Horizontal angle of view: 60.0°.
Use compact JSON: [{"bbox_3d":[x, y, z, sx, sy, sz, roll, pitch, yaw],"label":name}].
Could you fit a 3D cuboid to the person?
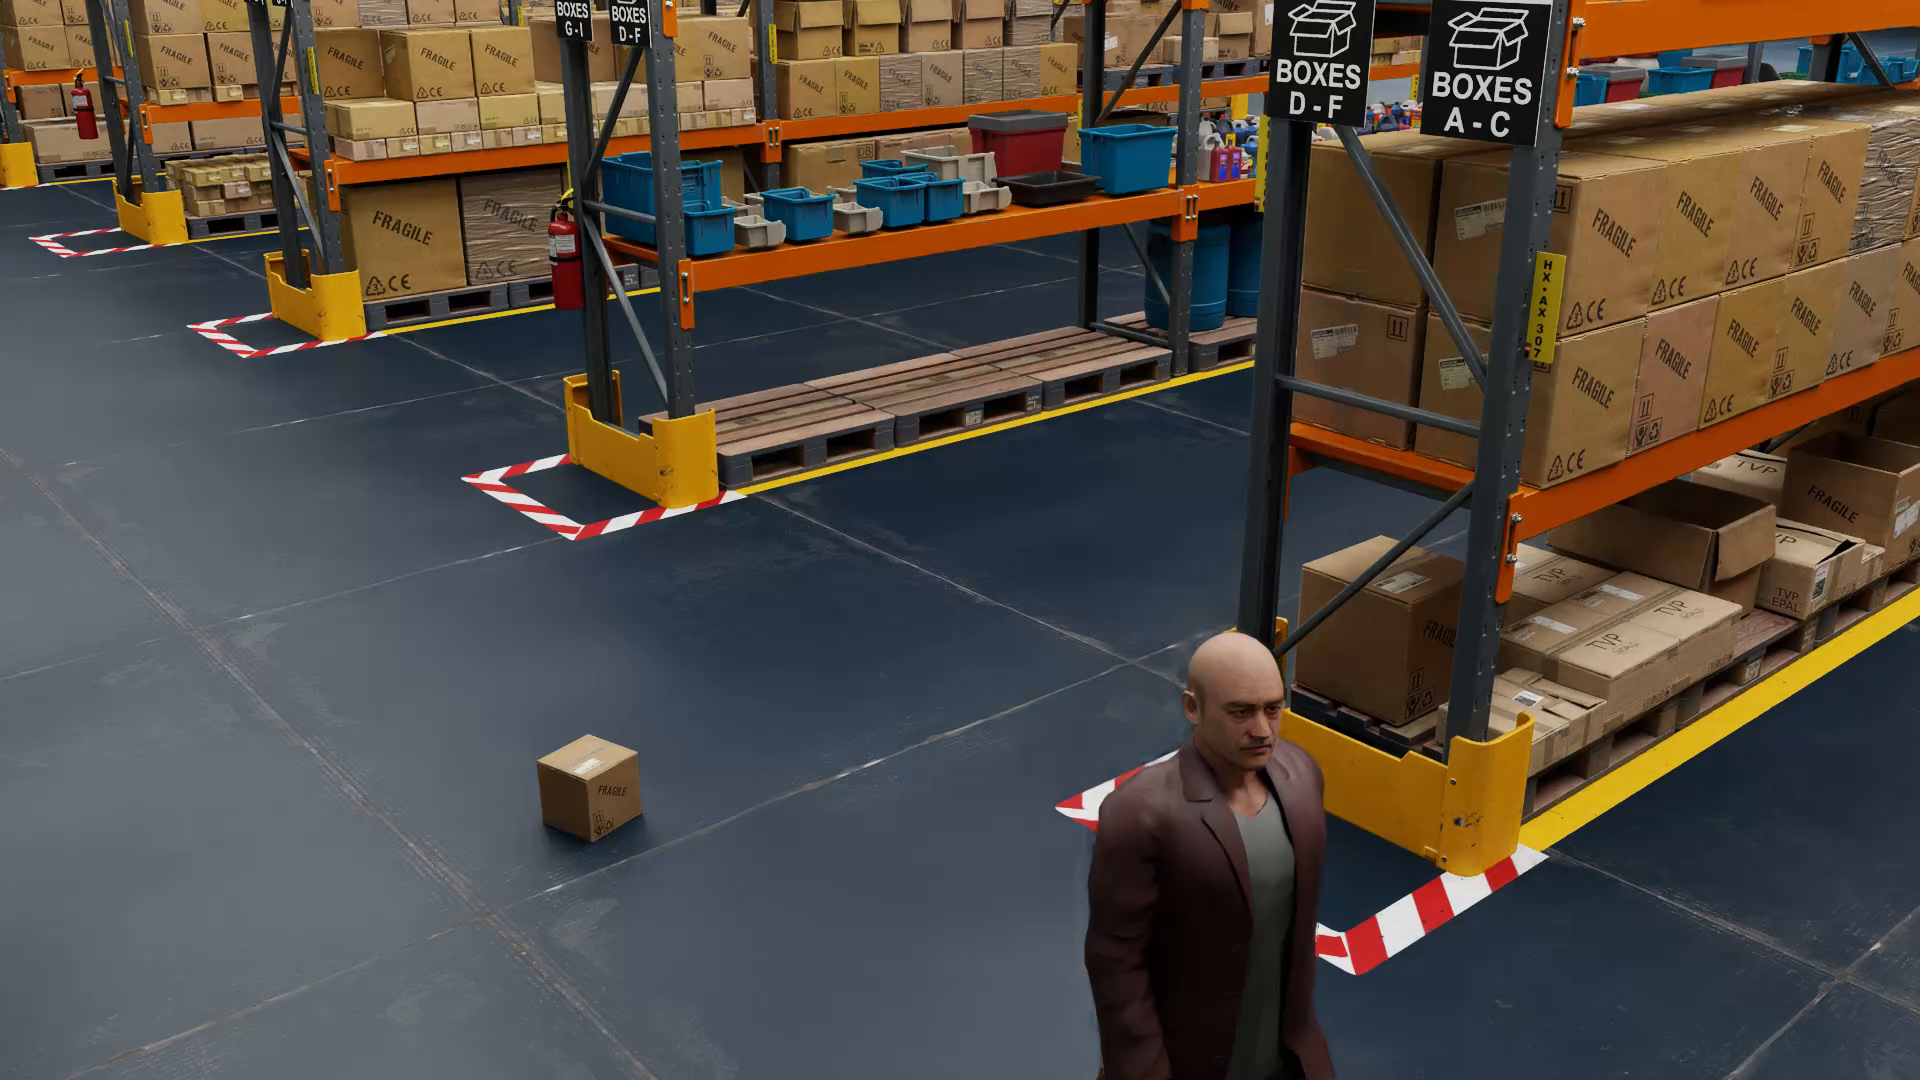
[{"bbox_3d":[0.563,1.034,3.322,0.628,1.724,1.062,-9,22,-22],"label":"person"}]
